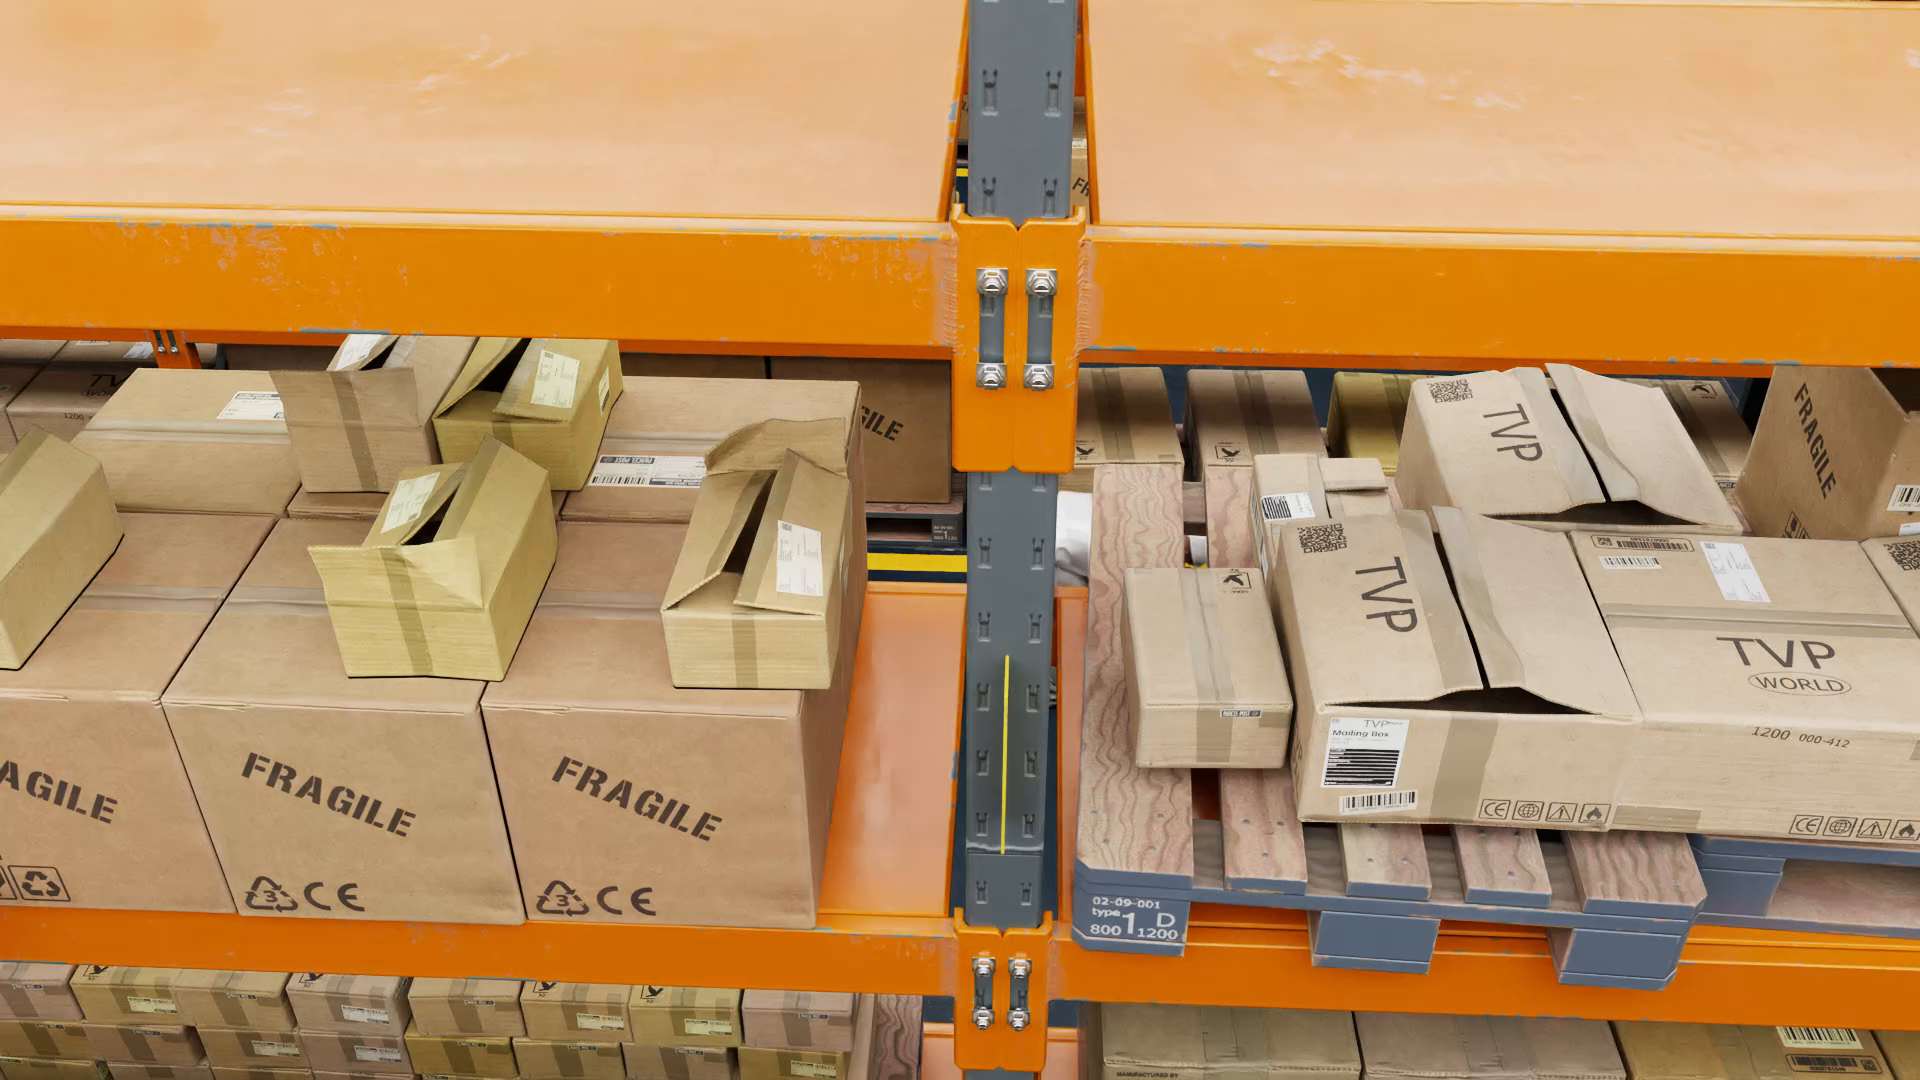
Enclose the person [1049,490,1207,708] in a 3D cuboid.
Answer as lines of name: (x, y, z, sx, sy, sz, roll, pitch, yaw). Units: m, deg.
person: (0.641, 0.242, 7.387, 0.979, 1.031, 0.486, -2, 36, -3)
